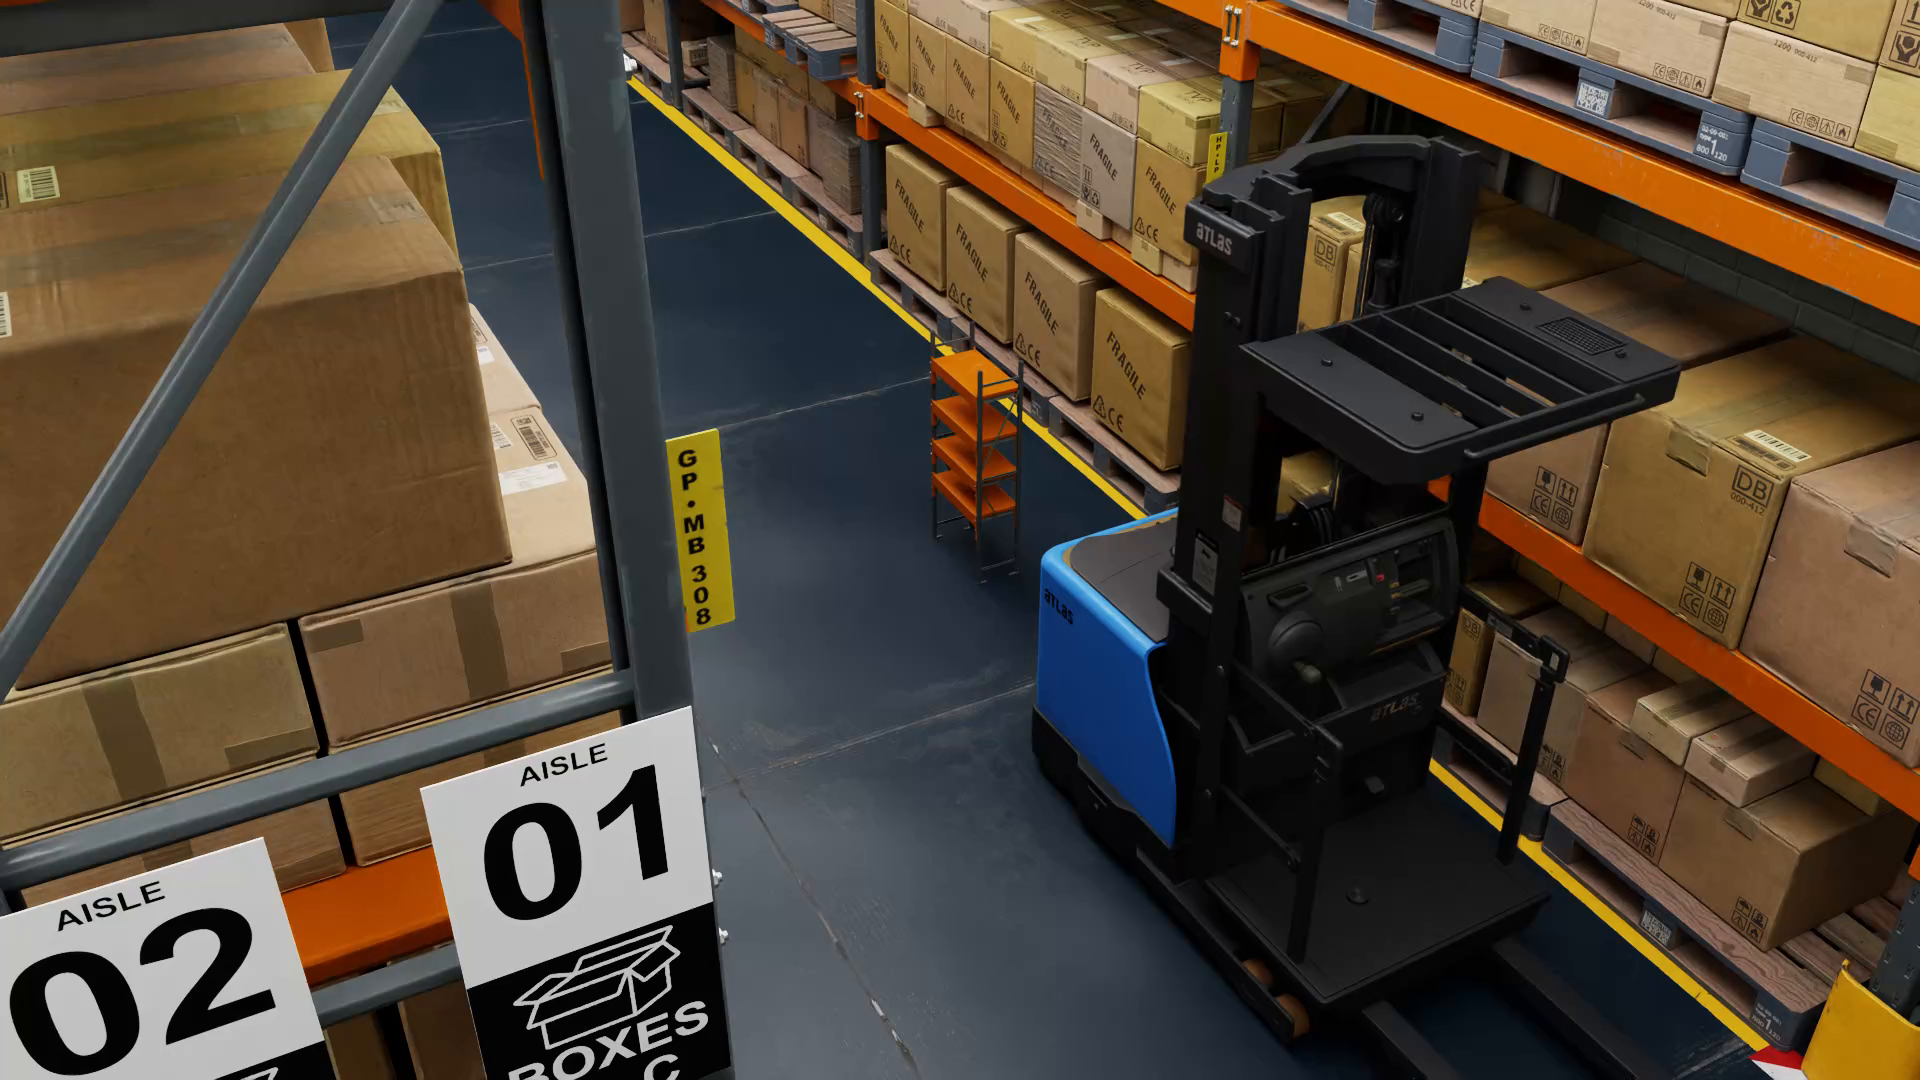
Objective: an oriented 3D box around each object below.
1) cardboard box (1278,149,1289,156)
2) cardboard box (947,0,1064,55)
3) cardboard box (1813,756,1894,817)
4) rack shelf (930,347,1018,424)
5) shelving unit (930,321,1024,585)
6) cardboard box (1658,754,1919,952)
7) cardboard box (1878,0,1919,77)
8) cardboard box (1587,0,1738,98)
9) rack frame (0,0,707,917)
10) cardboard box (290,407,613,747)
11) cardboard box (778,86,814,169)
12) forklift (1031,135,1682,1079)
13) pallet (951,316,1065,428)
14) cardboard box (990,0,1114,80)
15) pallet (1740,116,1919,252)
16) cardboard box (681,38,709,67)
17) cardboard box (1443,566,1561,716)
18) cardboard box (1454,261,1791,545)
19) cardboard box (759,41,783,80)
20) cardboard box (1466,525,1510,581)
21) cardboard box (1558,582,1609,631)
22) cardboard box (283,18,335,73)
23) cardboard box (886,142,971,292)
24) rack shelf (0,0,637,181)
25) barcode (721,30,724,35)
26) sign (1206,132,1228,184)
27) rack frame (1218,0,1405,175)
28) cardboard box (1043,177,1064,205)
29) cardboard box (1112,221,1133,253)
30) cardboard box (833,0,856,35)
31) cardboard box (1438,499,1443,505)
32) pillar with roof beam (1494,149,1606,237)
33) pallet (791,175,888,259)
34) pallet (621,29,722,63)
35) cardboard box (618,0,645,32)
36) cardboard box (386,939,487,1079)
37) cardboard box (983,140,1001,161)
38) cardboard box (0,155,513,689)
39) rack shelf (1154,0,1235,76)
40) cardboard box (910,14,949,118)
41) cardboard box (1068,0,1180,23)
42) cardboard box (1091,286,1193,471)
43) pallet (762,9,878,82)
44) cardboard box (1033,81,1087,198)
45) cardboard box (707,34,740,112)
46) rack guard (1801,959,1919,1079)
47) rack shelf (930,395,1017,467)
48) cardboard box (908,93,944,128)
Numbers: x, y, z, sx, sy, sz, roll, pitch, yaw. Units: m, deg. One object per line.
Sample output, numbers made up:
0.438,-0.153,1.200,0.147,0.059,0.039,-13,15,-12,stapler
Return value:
1.662,-1.853,8.475,0.500,0.500,0.500,-17,36,-25,cardboard box
0.260,-3.020,9.601,0.500,0.250,0.500,-16,36,-23,cardboard box
3.339,0.817,6.020,0.380,0.149,0.250,-16,36,-23,cardboard box
0.077,-0.757,8.091,0.258,0.148,0.480,-16,36,-23,rack shelf
0.077,-0.426,8.303,0.258,1.200,0.503,-16,36,-23,shelving unit
3.104,1.081,6.210,0.700,0.500,0.500,-16,36,-23,cardboard box
2.936,-1.501,4.494,0.500,0.500,0.500,-16,36,-23,cardboard box
2.452,-1.683,5.472,0.500,0.250,0.500,-17,36,-25,cardboard box
-0.862,-0.764,1.601,1.000,3.000,0.127,-16,36,-23,rack frame
-0.871,0.041,2.801,0.500,0.250,0.500,-16,36,-23,cardboard box
-0.987,-3.272,12.986,0.700,0.500,0.500,-16,36,-23,cardboard box
1.469,0.274,5.606,1.130,2.935,3.031,-17,36,-24,forklift
0.654,-1.153,10.354,1.003,0.211,1.213,-16,36,-23,pallet
0.504,-2.778,9.223,0.500,0.250,0.500,-17,36,-24,cardboard box
3.164,-1.063,4.930,1.003,0.211,1.213,-16,36,-23,pallet
-2.352,-4.453,15.138,0.380,0.166,0.250,-21,38,-29,cardboard box
2.380,0.350,7.351,0.700,0.500,0.500,-15,36,-22,cardboard box
2.576,-0.564,6.571,0.980,0.700,0.700,-18,37,-25,cardboard box
-1.264,-3.857,13.204,0.500,0.250,0.500,-17,36,-24,cardboard box
2.153,0.049,7.220,0.380,0.149,0.250,-17,36,-24,cardboard box
2.746,0.213,6.964,0.380,0.149,0.250,-15,36,-23,cardboard box
-1.752,-0.939,3.635,0.700,0.500,0.500,-16,36,-23,cardboard box
0.016,-2.191,10.993,0.750,0.750,0.750,-16,36,-24,cardboard box
-1.794,-1.414,3.286,1.077,0.370,4.000,-16,36,-23,rack shelf
-2.207,-4.708,15.488,0.001,0.075,0.075,-16,36,-23,barcode
1.178,-1.708,7.635,0.100,0.325,0.005,-16,36,-23,sign
1.654,-1.395,8.146,1.000,3.000,0.127,-16,36,-23,rack frame
0.692,-2.005,9.313,0.380,0.149,0.250,-17,36,-24,cardboard box
1.026,-1.637,8.739,0.380,0.149,0.250,-15,35,-22,cardboard box
-0.439,-3.753,11.326,0.700,0.500,0.500,-20,38,-29,cardboard box
2.391,-0.152,7.533,0.380,0.149,0.250,-17,36,-25,cardboard box
-1.063,-2.721,4.656,9.100,9.000,0.400,-16,36,-23,pillar with roof beam
-0.574,-2.503,12.461,1.003,0.211,1.213,-16,36,-23,pallet
-2.994,-4.933,16.254,1.003,0.211,1.213,-16,36,-23,pallet
-3.135,-5.267,16.099,0.700,0.500,0.500,-18,37,-26,cardboard box
-0.835,1.021,3.357,0.500,0.500,0.500,-15,35,-22,cardboard box
0.362,-2.384,9.905,0.380,0.149,0.250,-15,36,-22,cardboard box
-1.116,-0.205,2.490,0.700,0.500,0.500,-16,36,-23,cardboard box
0.721,-3.309,9.021,1.077,0.370,4.000,-16,36,-23,rack shelf
0.025,-2.931,10.157,0.500,0.500,0.500,-15,35,-22,cardboard box
0.942,-2.907,9.425,0.500,0.250,0.500,-17,36,-24,cardboard box
1.236,-0.944,9.046,0.750,0.750,0.750,-15,36,-23,cardboard box
-0.638,-3.536,11.667,1.213,0.211,1.003,-16,36,-23,pallet
0.742,-2.210,9.032,0.500,0.500,0.500,-16,36,-23,cardboard box
-1.718,-3.998,14.119,0.700,0.500,0.500,-15,35,-22,cardboard box
3.530,1.578,5.823,1.175,0.500,0.348,-16,36,-23,rack guard
0.077,-0.558,8.219,0.258,0.148,0.480,-16,36,-23,rack shelf
-0.104,-2.720,10.430,0.380,0.149,0.250,-15,35,-22,cardboard box
